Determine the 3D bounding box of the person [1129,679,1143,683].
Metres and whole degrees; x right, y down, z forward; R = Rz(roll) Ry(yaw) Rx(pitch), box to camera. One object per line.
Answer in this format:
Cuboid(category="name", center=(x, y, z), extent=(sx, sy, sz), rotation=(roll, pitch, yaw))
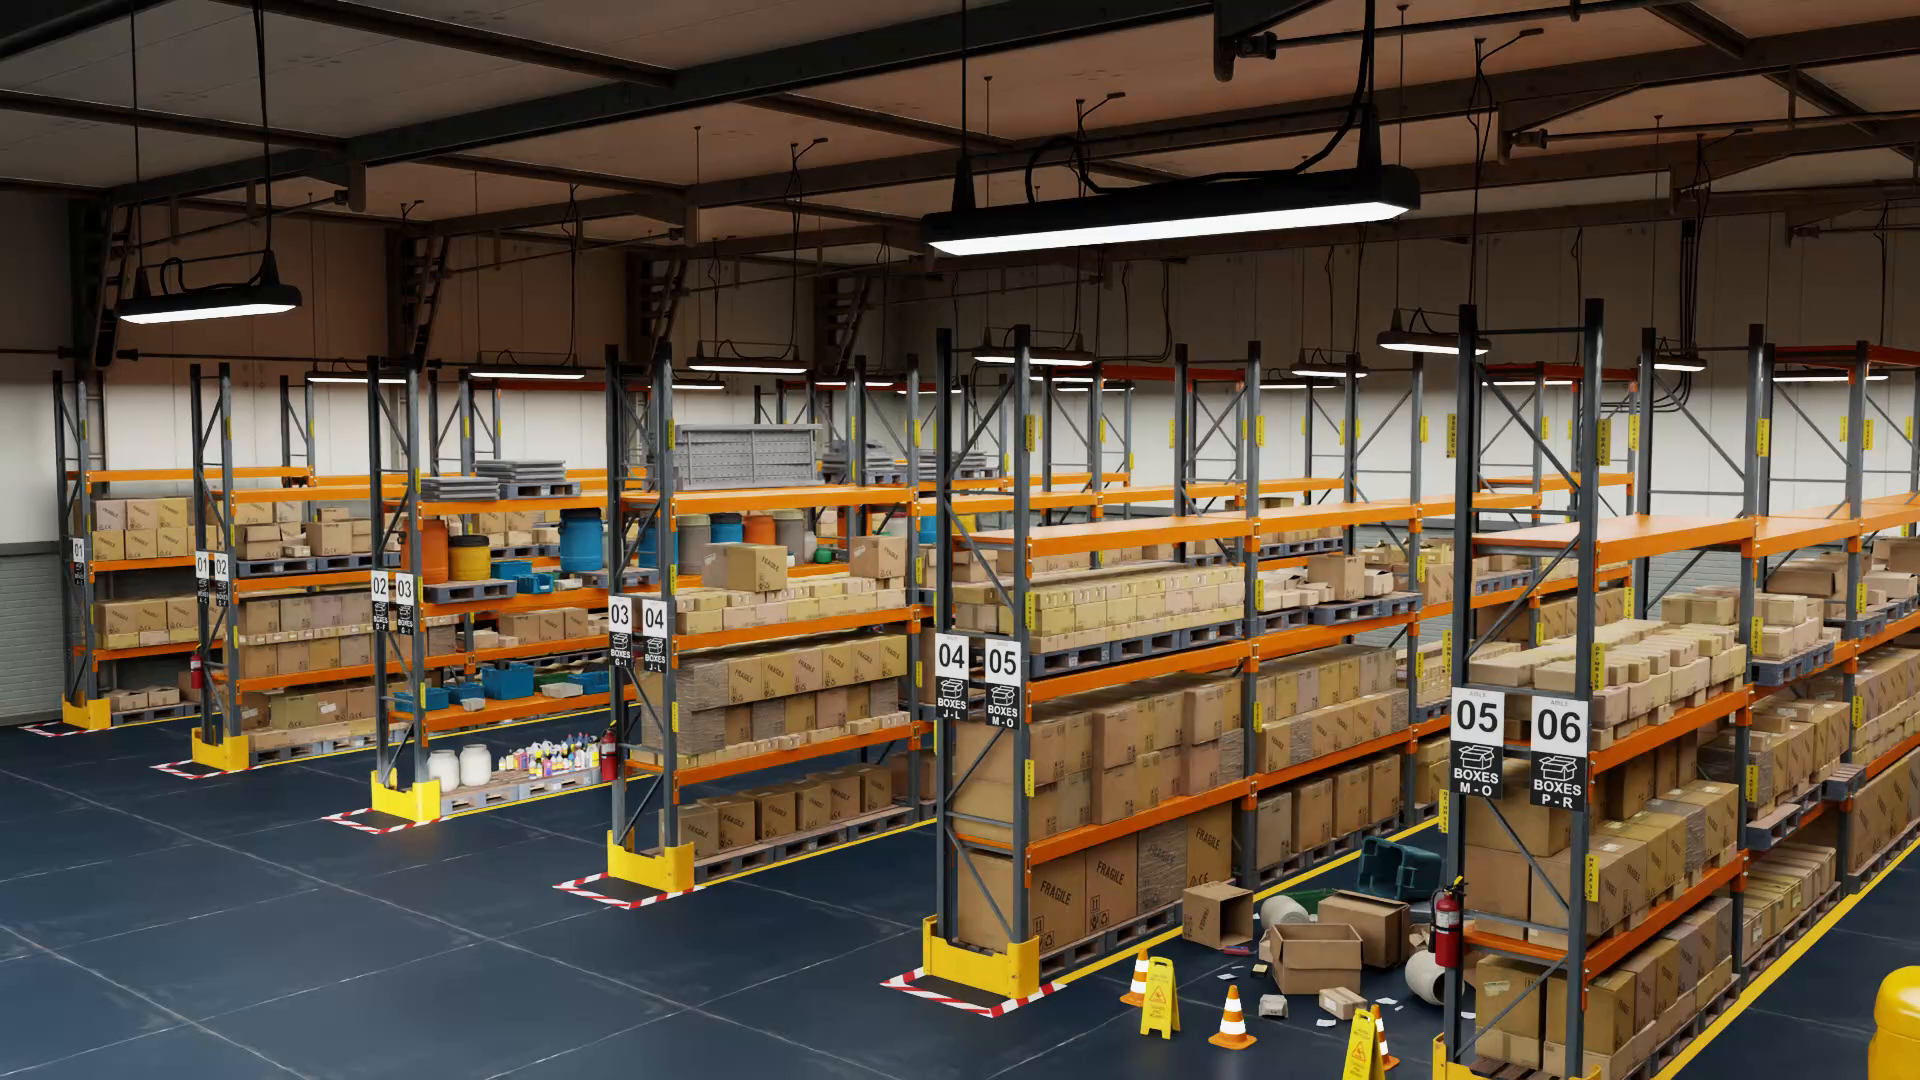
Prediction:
Cuboid(category="person", center=(2.339, 2.693, 22.240), extent=(0.633, 1.842, 0.608), rotation=(4, 5, 40))
